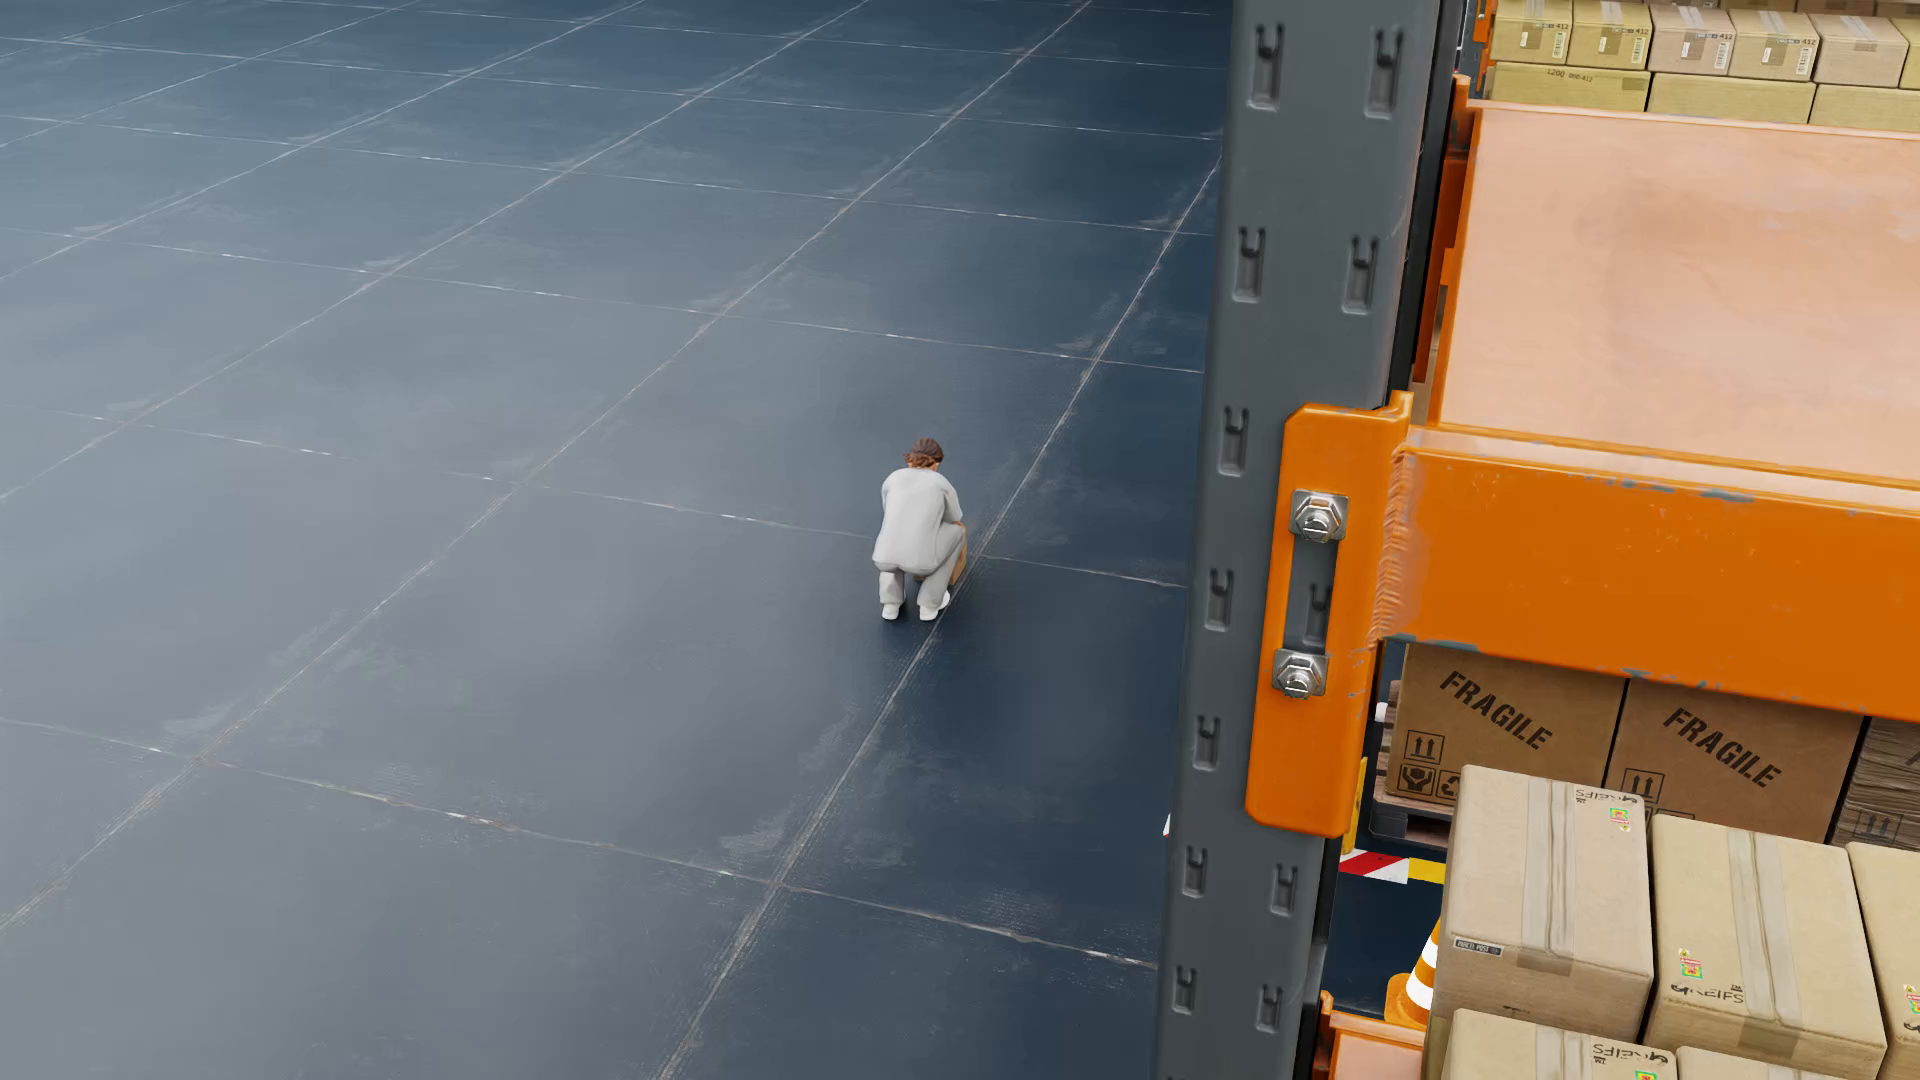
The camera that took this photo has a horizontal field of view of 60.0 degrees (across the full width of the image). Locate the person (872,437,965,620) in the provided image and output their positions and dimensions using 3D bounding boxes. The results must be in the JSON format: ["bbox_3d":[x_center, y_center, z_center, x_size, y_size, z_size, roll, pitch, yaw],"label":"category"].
[{"bbox_3d":[-0.235,-0.040,9.048,0.472,0.848,0.800,9,30,15],"label":"person"}]
